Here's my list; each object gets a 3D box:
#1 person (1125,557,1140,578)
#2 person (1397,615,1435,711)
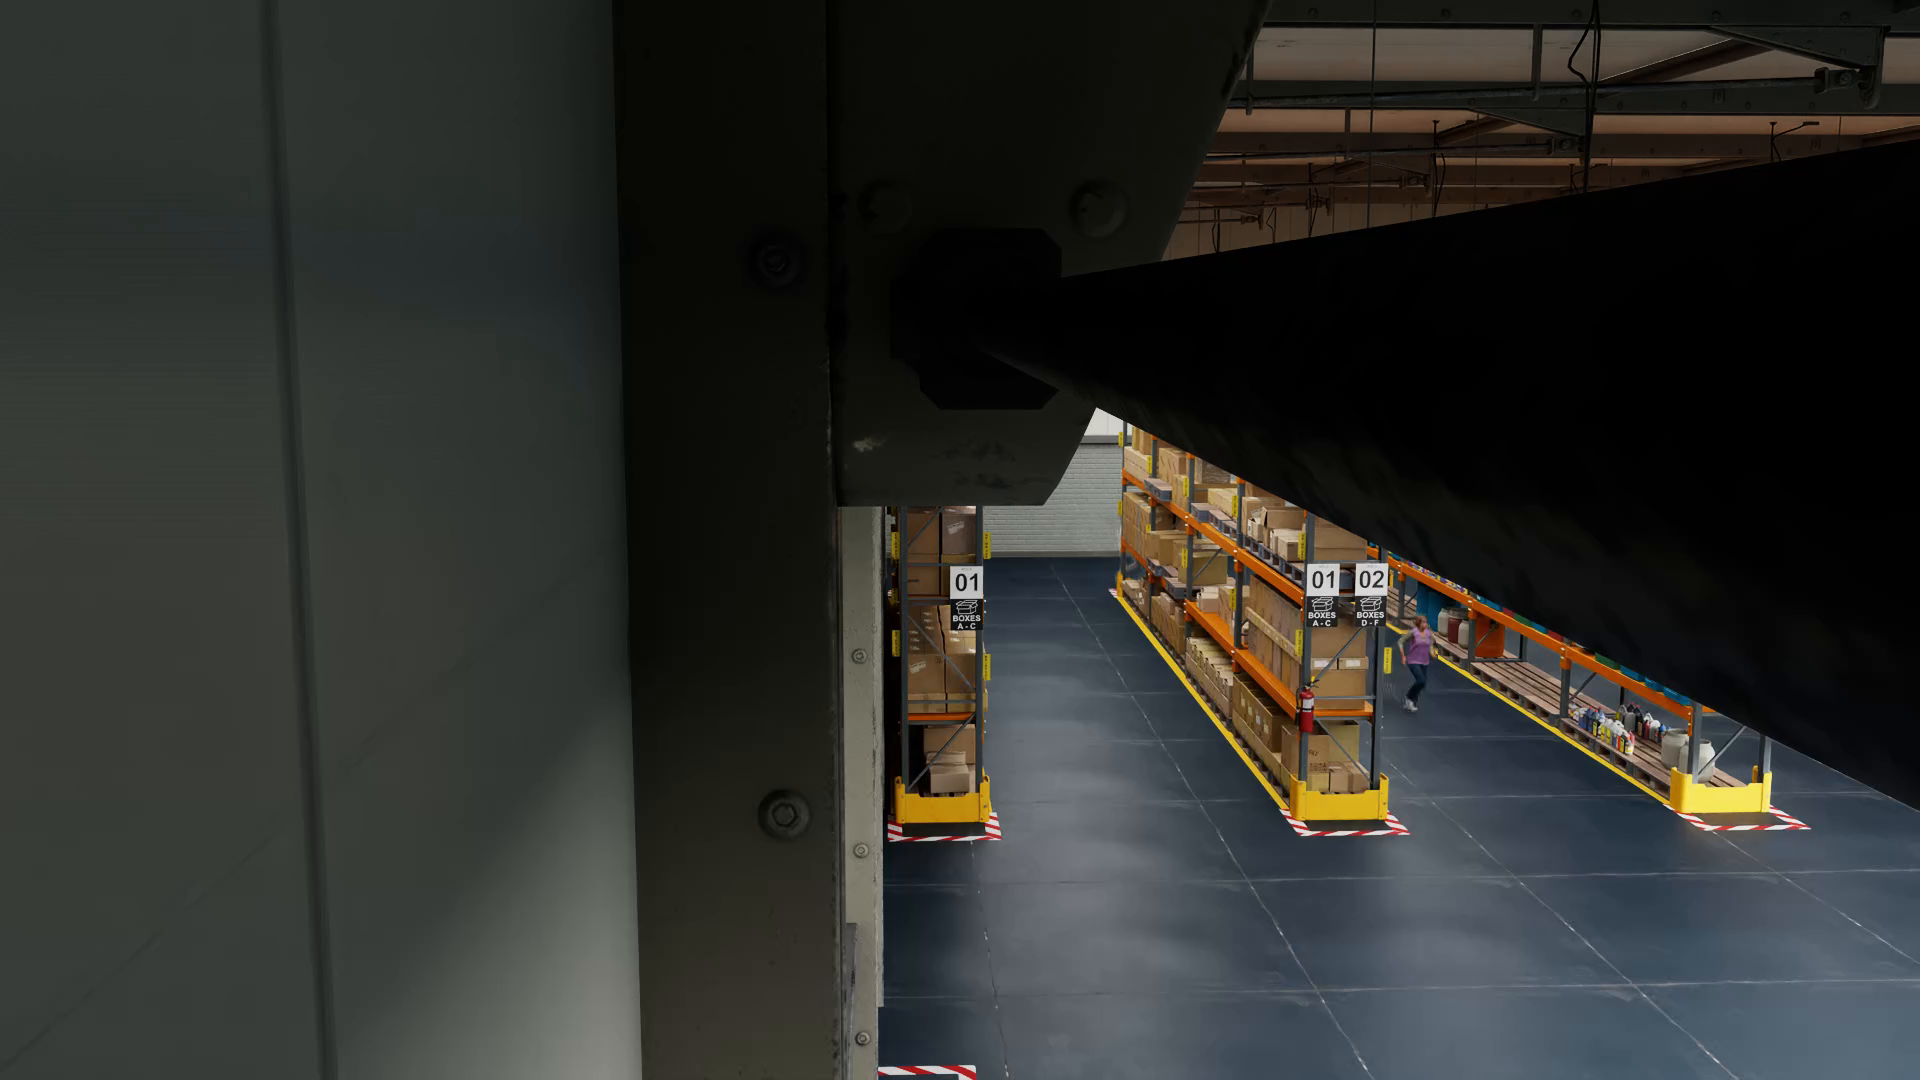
[{"bbox_3d":[4.071,0.210,37.639,0.934,1.730,0.630,4,9,24],"label":"person"},{"bbox_3d":[7.124,1.925,25.829,0.504,1.557,0.690,-3,9,-21],"label":"person"}]
